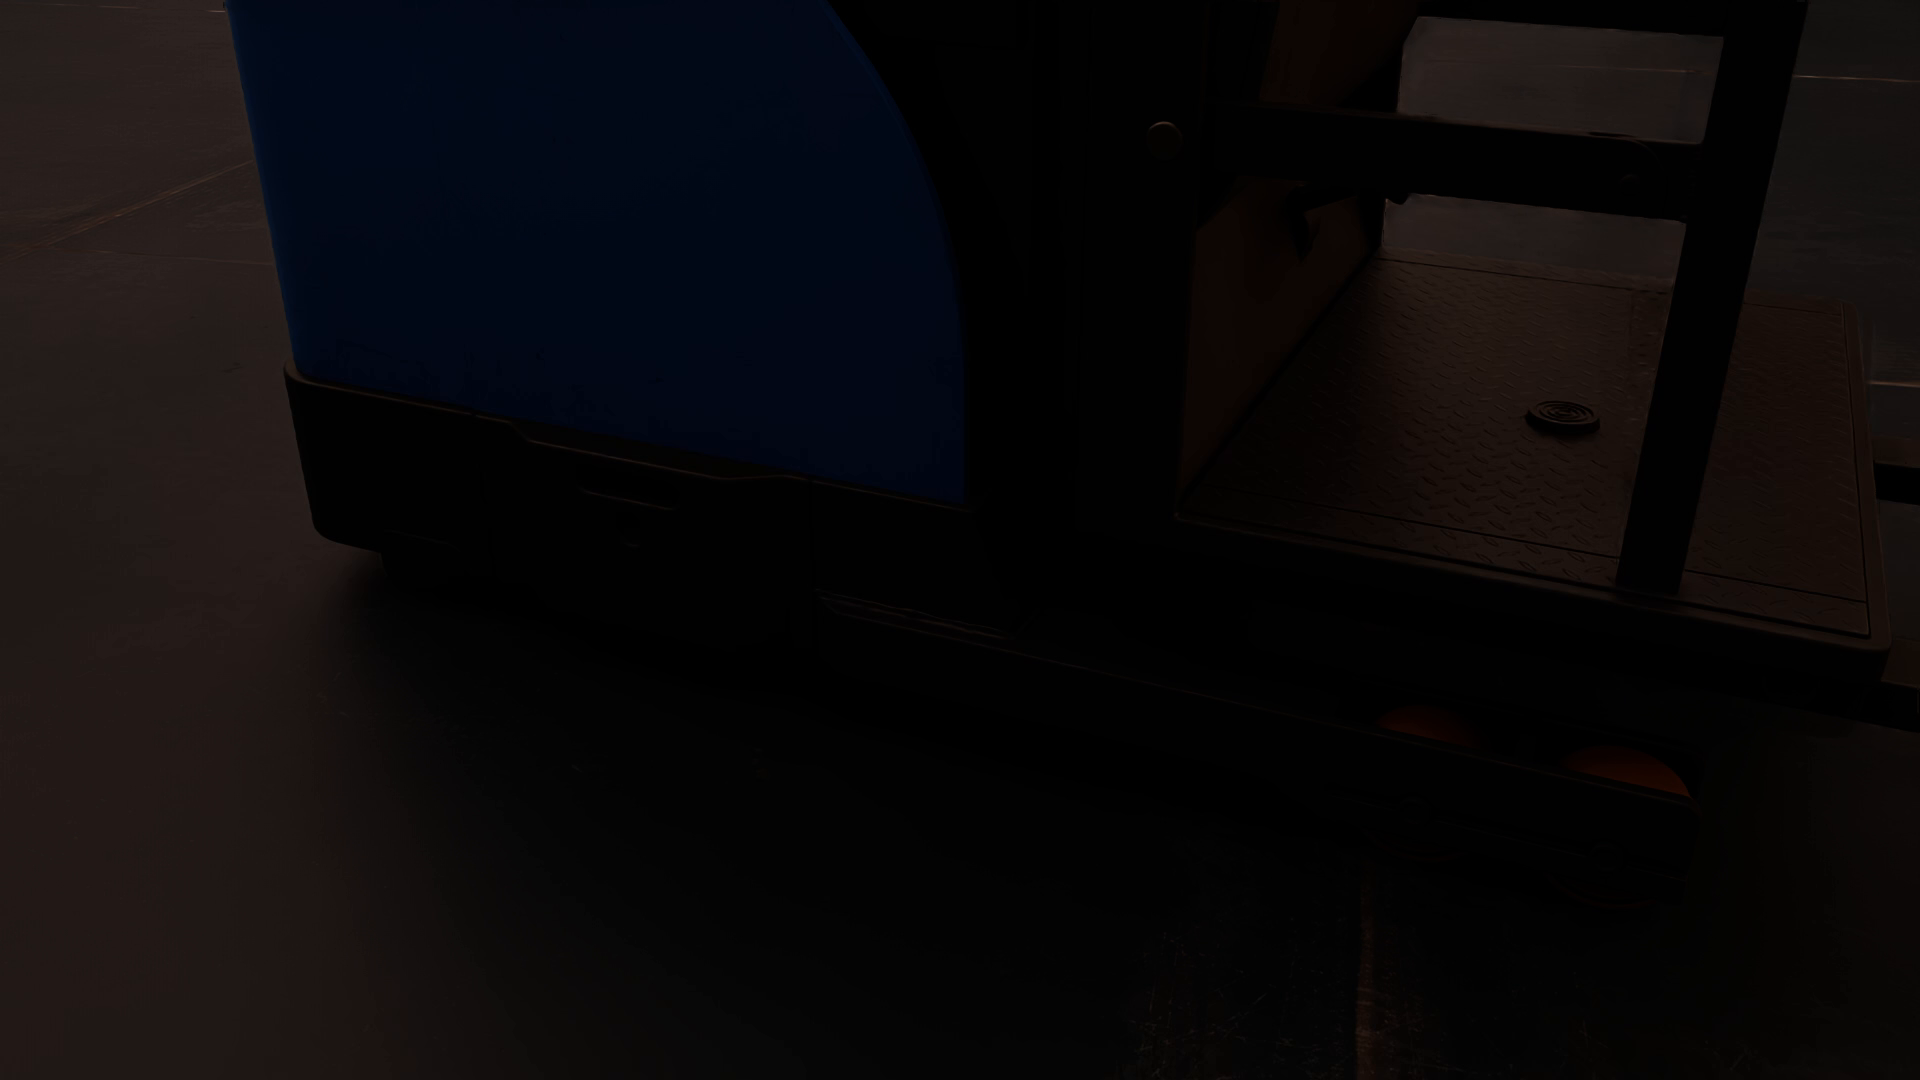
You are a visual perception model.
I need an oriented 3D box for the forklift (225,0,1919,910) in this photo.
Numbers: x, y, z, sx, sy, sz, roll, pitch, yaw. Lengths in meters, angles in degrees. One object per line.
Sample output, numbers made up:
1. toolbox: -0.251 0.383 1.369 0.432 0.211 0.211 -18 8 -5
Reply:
1. forklift: 0.628 -1.196 1.618 3.031 2.935 1.130 11 29 21
